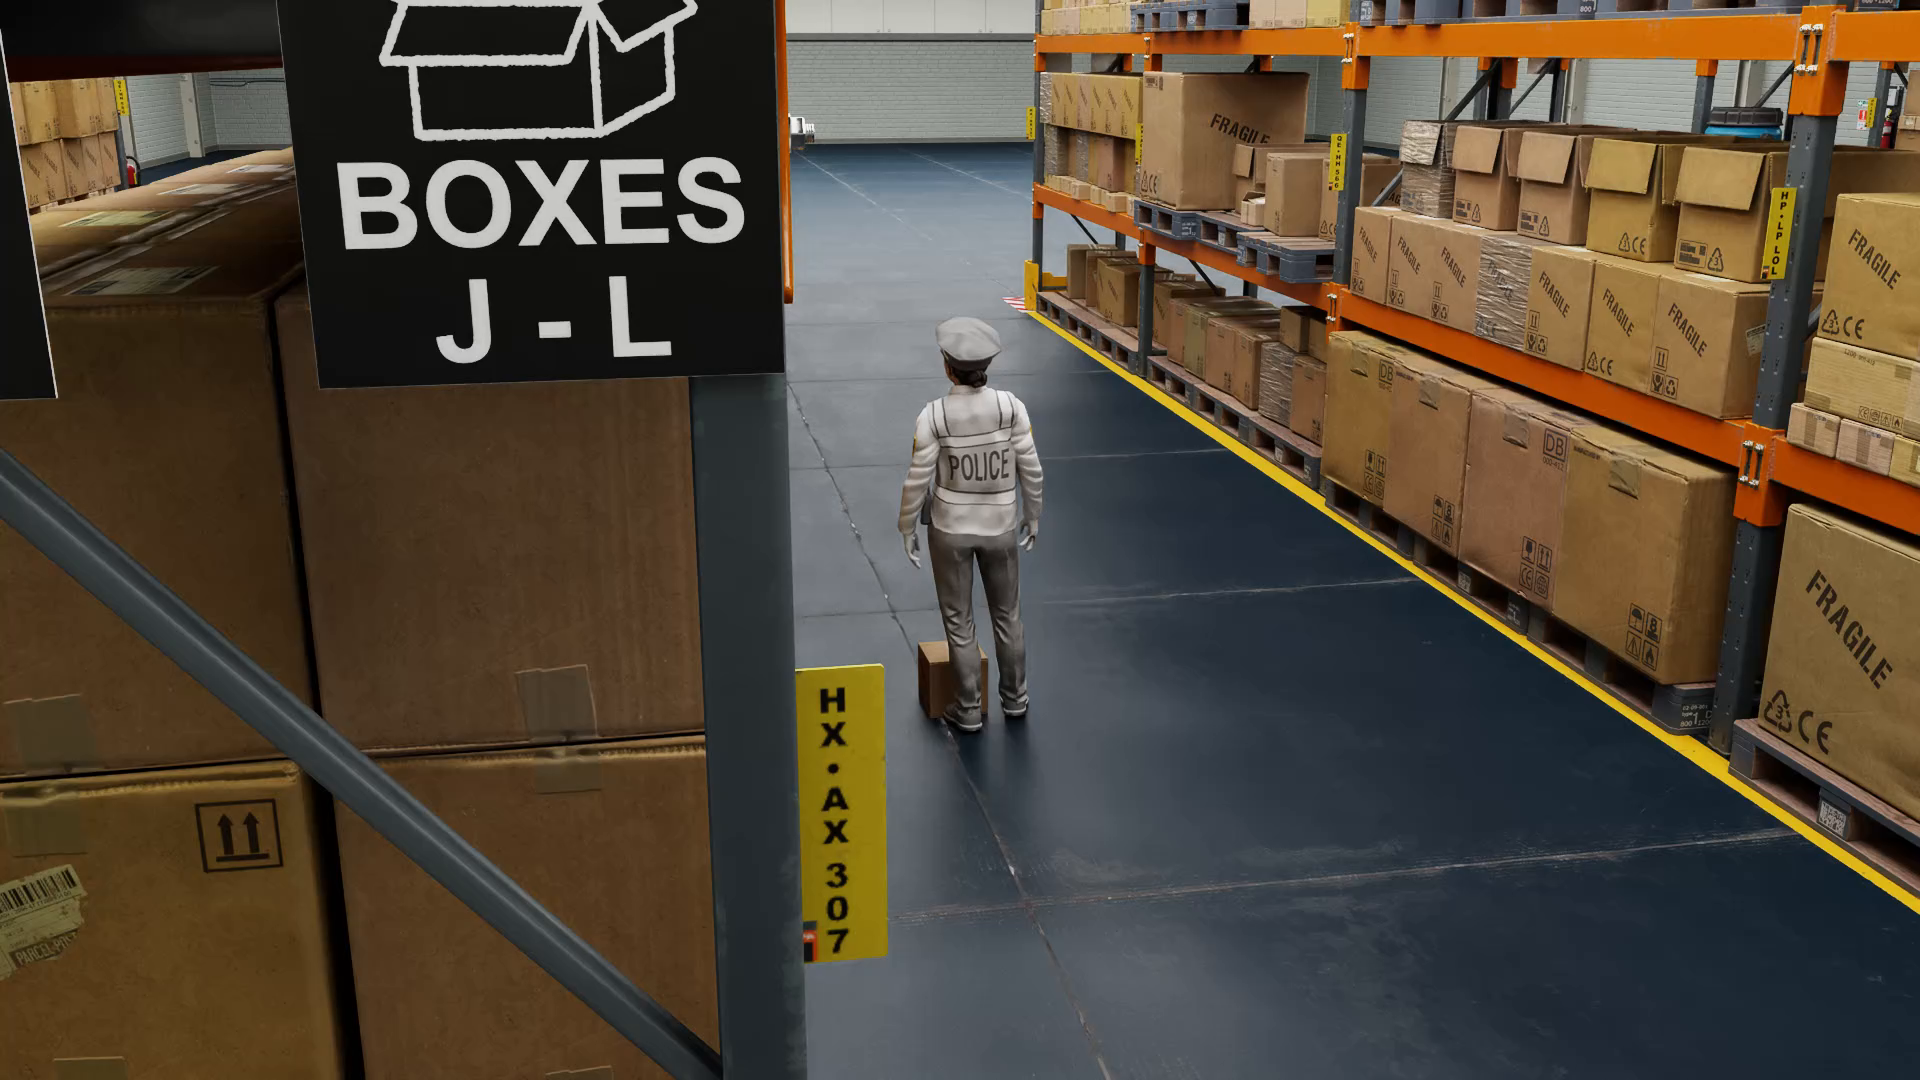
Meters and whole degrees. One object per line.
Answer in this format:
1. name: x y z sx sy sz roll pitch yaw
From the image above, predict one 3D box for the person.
1. person: 0.037 -0.059 6.647 0.587 1.696 0.534 -3 17 -11
